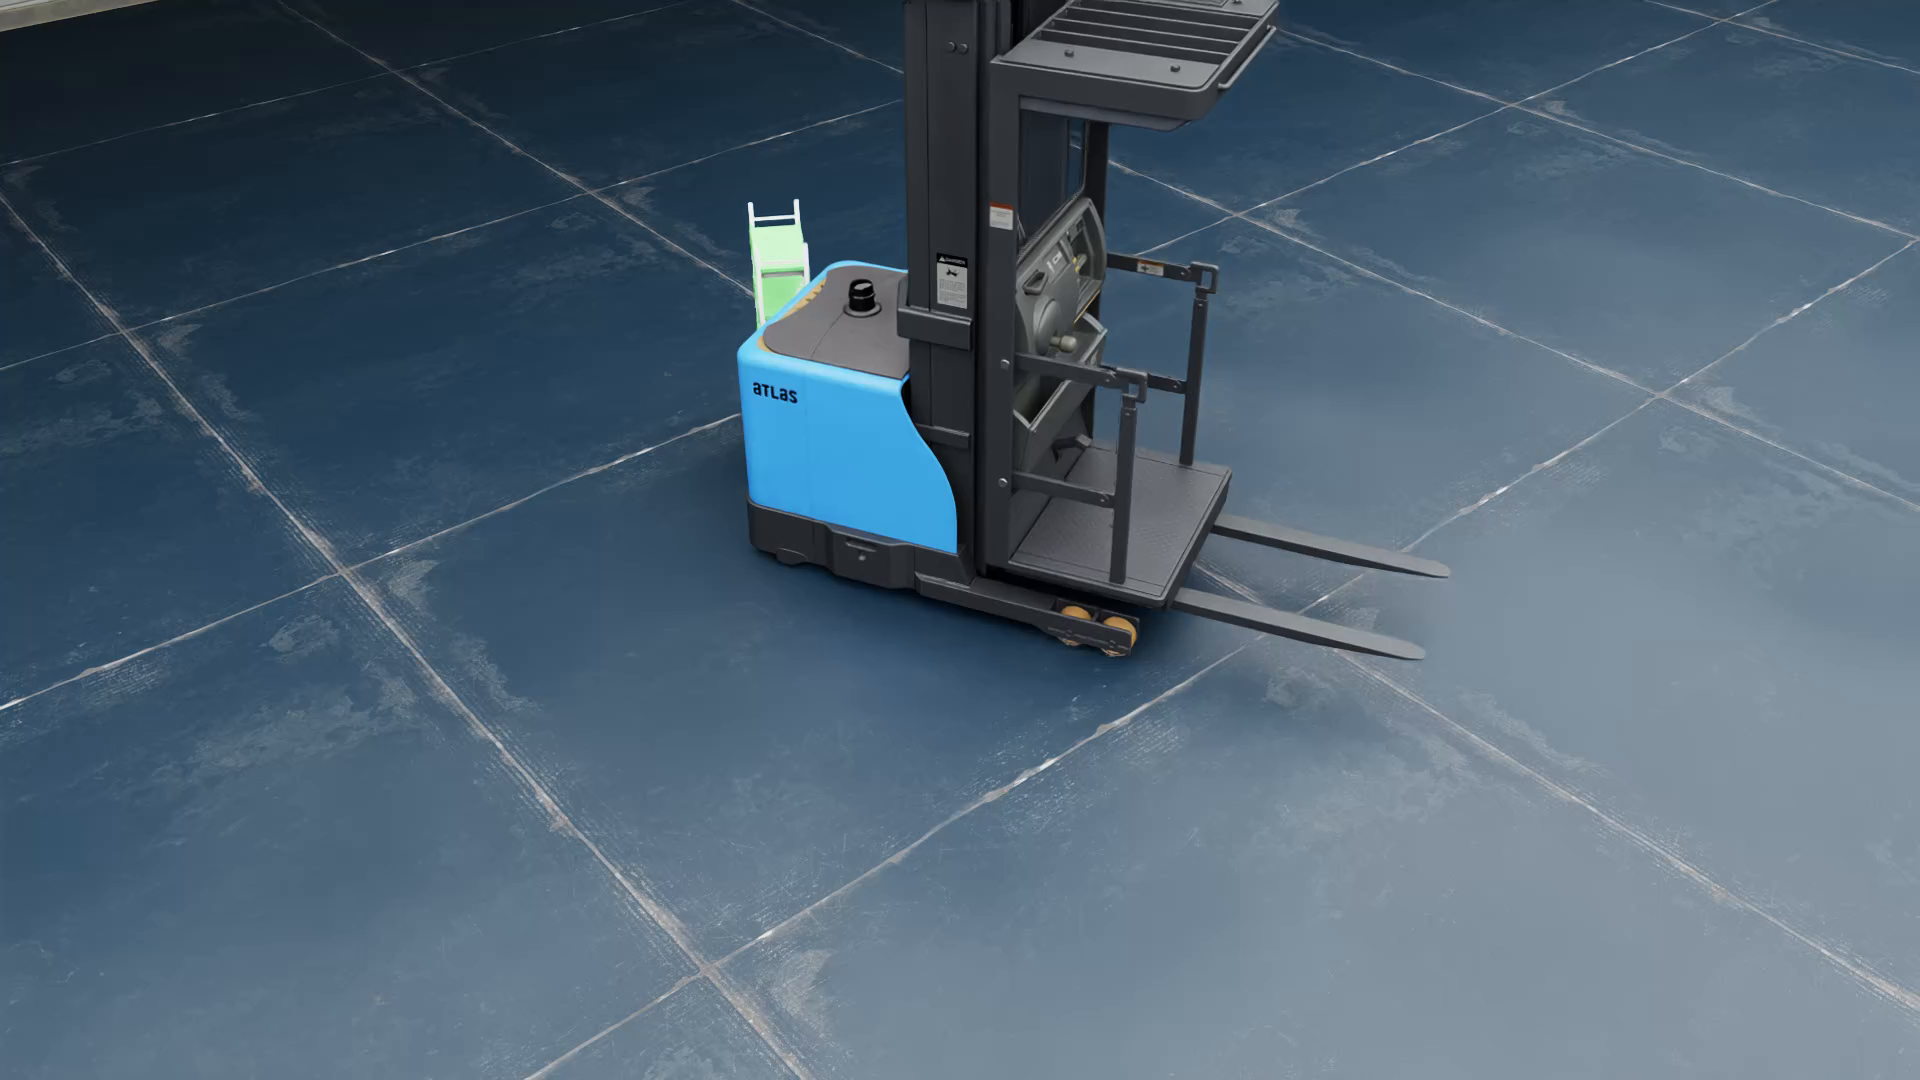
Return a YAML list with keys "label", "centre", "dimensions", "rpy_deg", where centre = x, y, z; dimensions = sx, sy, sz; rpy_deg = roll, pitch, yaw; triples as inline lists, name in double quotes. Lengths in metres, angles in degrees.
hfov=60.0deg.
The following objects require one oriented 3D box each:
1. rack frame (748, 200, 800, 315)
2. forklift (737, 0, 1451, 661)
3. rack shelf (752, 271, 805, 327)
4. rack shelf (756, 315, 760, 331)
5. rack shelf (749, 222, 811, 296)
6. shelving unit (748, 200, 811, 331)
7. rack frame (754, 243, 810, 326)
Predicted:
- label: "rack frame"
  centre: [-0.893, -1.129, 8.306]
  dimensions: [0.240, 1.200, 0.015]
  rpy_deg: [-5, 36, -8]
- label: "forklift"
  centre: [0.600, -1.052, 6.699]
  dimensions: [3.031, 2.935, 1.130]
  rpy_deg: [14, 38, 19]
- label: "rack shelf"
  centre: [-0.854, -1.133, 8.008]
  dimensions: [0.258, 0.148, 0.480]
  rpy_deg: [-5, 36, -8]
- label: "rack shelf"
  centre: [-0.854, -0.938, 8.146]
  dimensions: [0.258, 0.148, 0.480]
  rpy_deg: [-5, 36, -8]
- label: "rack shelf"
  centre: [-0.854, -1.329, 7.869]
  dimensions: [0.258, 0.148, 0.480]
  rpy_deg: [-5, 36, -8]
- label: "shelving unit"
  centre: [-0.854, -0.990, 8.109]
  dimensions: [0.258, 1.200, 0.503]
  rpy_deg: [-5, 36, -8]
- label: "rack frame"
  centre: [-0.815, -0.851, 7.913]
  dimensions: [0.240, 1.200, 0.015]
  rpy_deg: [-5, 36, -8]
